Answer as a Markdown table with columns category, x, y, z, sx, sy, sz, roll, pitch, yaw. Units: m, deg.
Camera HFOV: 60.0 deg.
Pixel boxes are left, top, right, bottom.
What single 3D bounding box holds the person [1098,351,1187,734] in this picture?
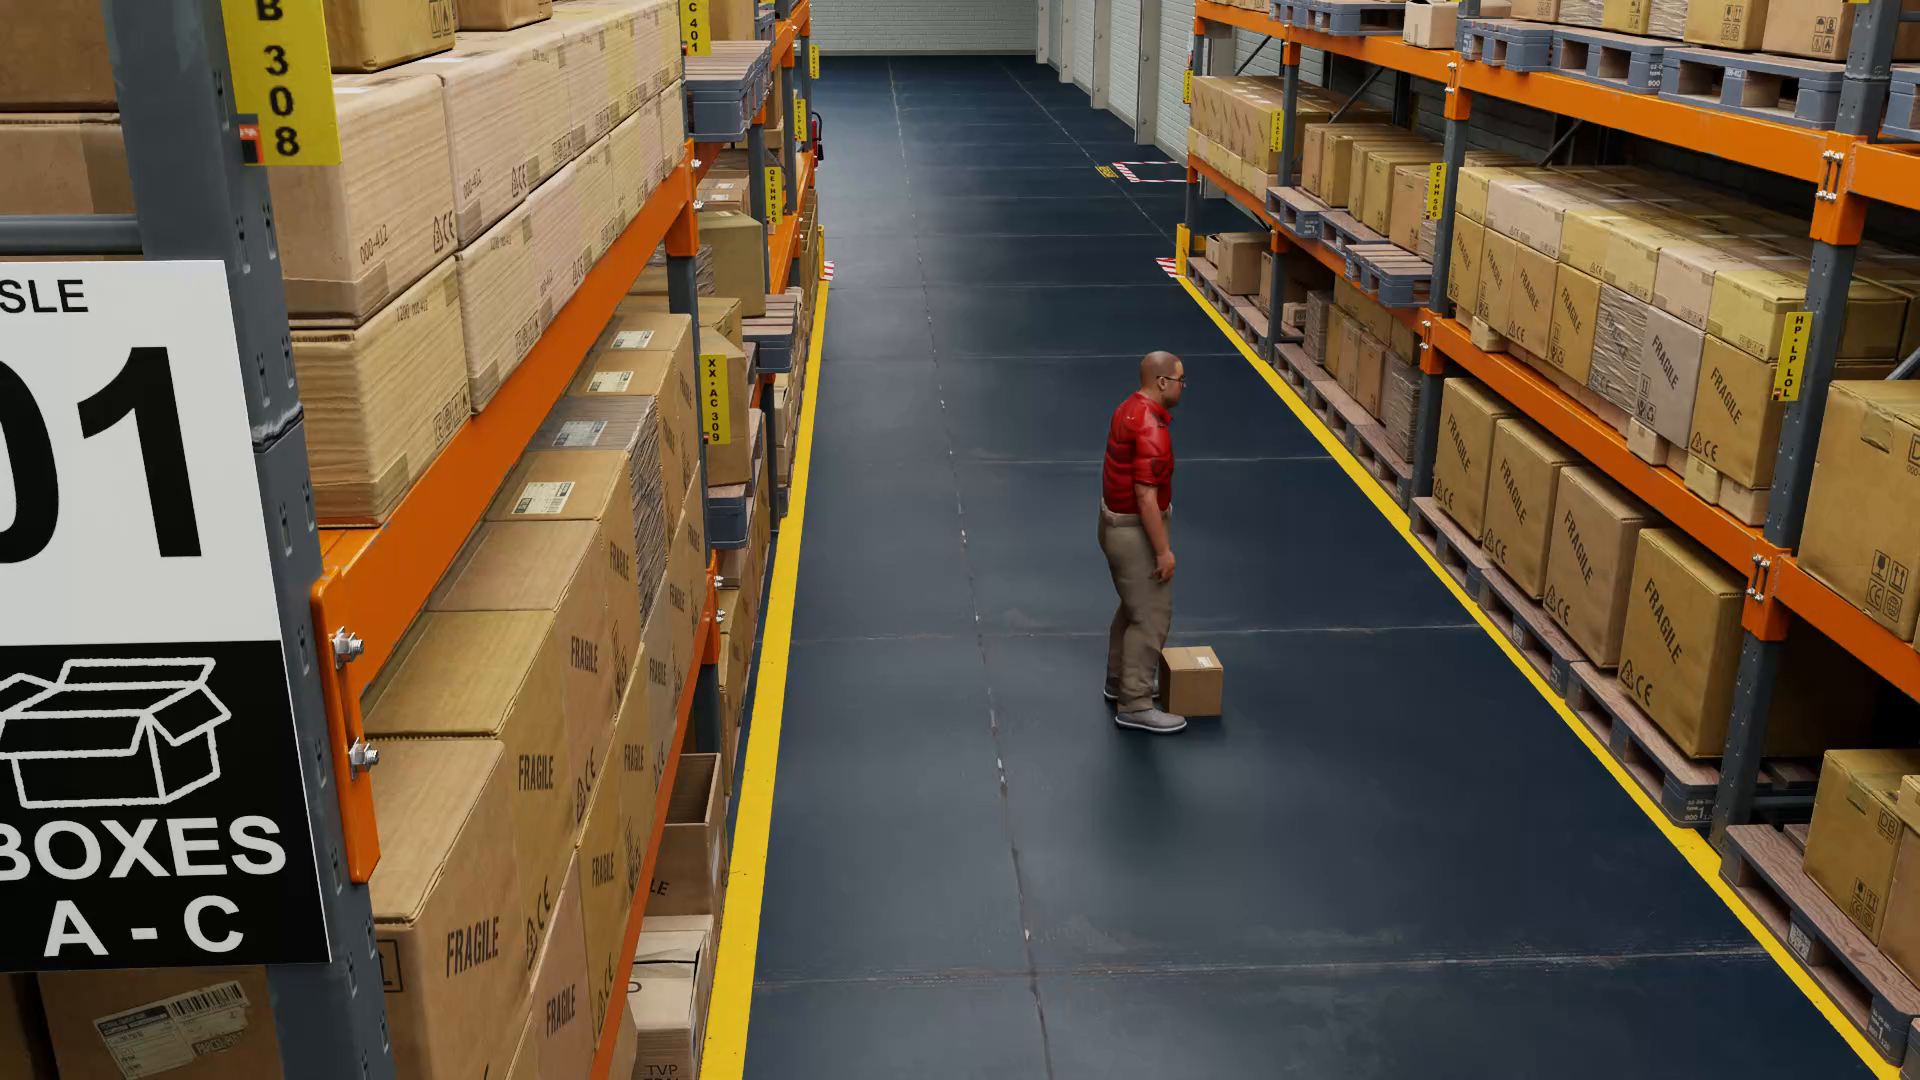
| category | x | y | z | sx | sy | sz | roll | pitch | yaw |
| --- | --- | --- | --- | --- | --- | --- | --- | --- | --- |
| person | 0.839 | -0.014 | 7.632 | 0.385 | 1.728 | 0.604 | -2 | 20 | -6 |
